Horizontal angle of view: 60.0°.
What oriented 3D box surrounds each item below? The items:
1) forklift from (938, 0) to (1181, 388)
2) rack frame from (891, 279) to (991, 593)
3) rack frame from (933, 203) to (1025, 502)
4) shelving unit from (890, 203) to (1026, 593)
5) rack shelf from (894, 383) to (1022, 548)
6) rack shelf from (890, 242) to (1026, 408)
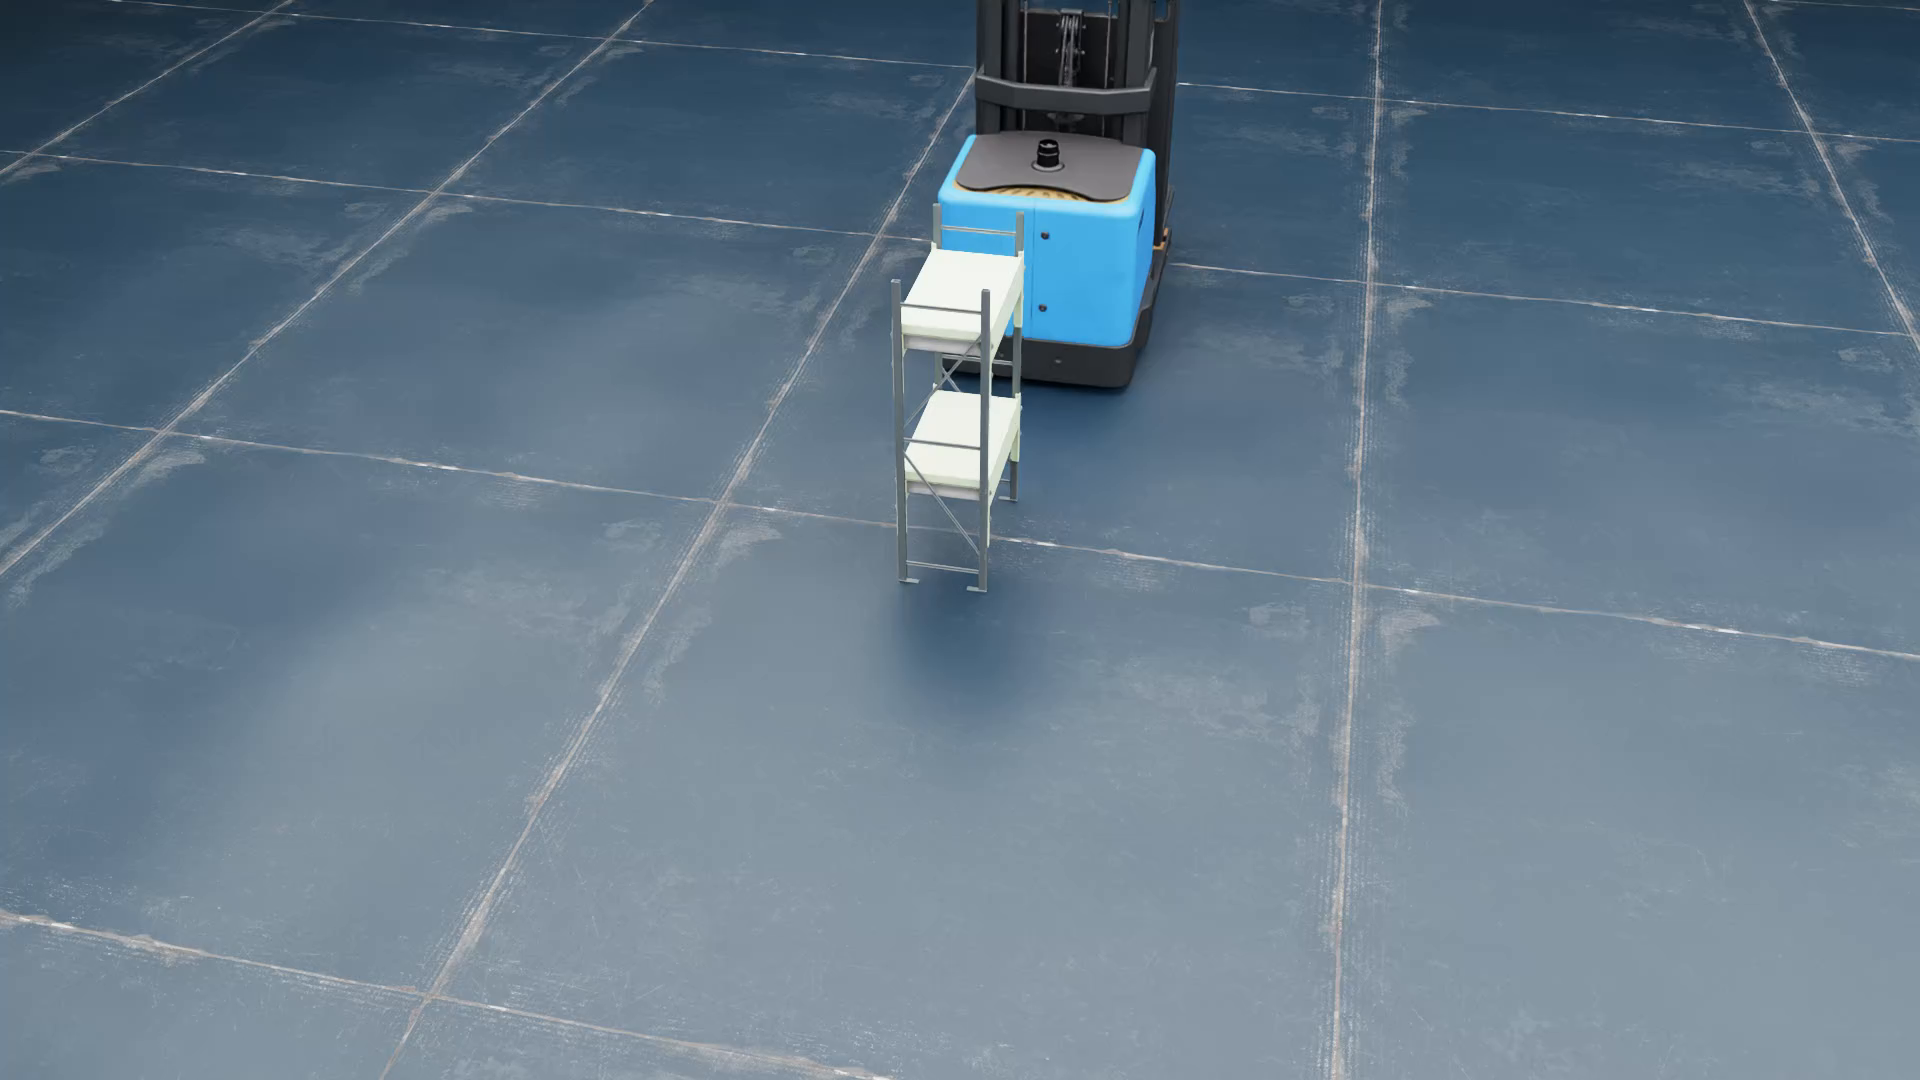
[{"bbox_3d":[0.681,-2.849,9.184,1.130,2.935,3.031,7,37,10],"label":"forklift"},{"bbox_3d":[-0.077,-0.401,7.026,0.400,1.500,0.023,7,37,10],"label":"rack frame"},{"bbox_3d":[0.080,-0.821,7.605,0.400,1.500,0.023,7,37,10],"label":"rack frame"},{"bbox_3d":[0.001,-0.611,7.315,0.431,1.500,0.755,7,37,10],"label":"shelving unit"},{"bbox_3d":[0.001,-0.347,7.506,0.431,0.370,0.720,7,37,10],"label":"rack shelf"},{"bbox_3d":[0.001,-0.927,7.086,0.431,0.370,0.720,7,37,10],"label":"rack shelf"}]
